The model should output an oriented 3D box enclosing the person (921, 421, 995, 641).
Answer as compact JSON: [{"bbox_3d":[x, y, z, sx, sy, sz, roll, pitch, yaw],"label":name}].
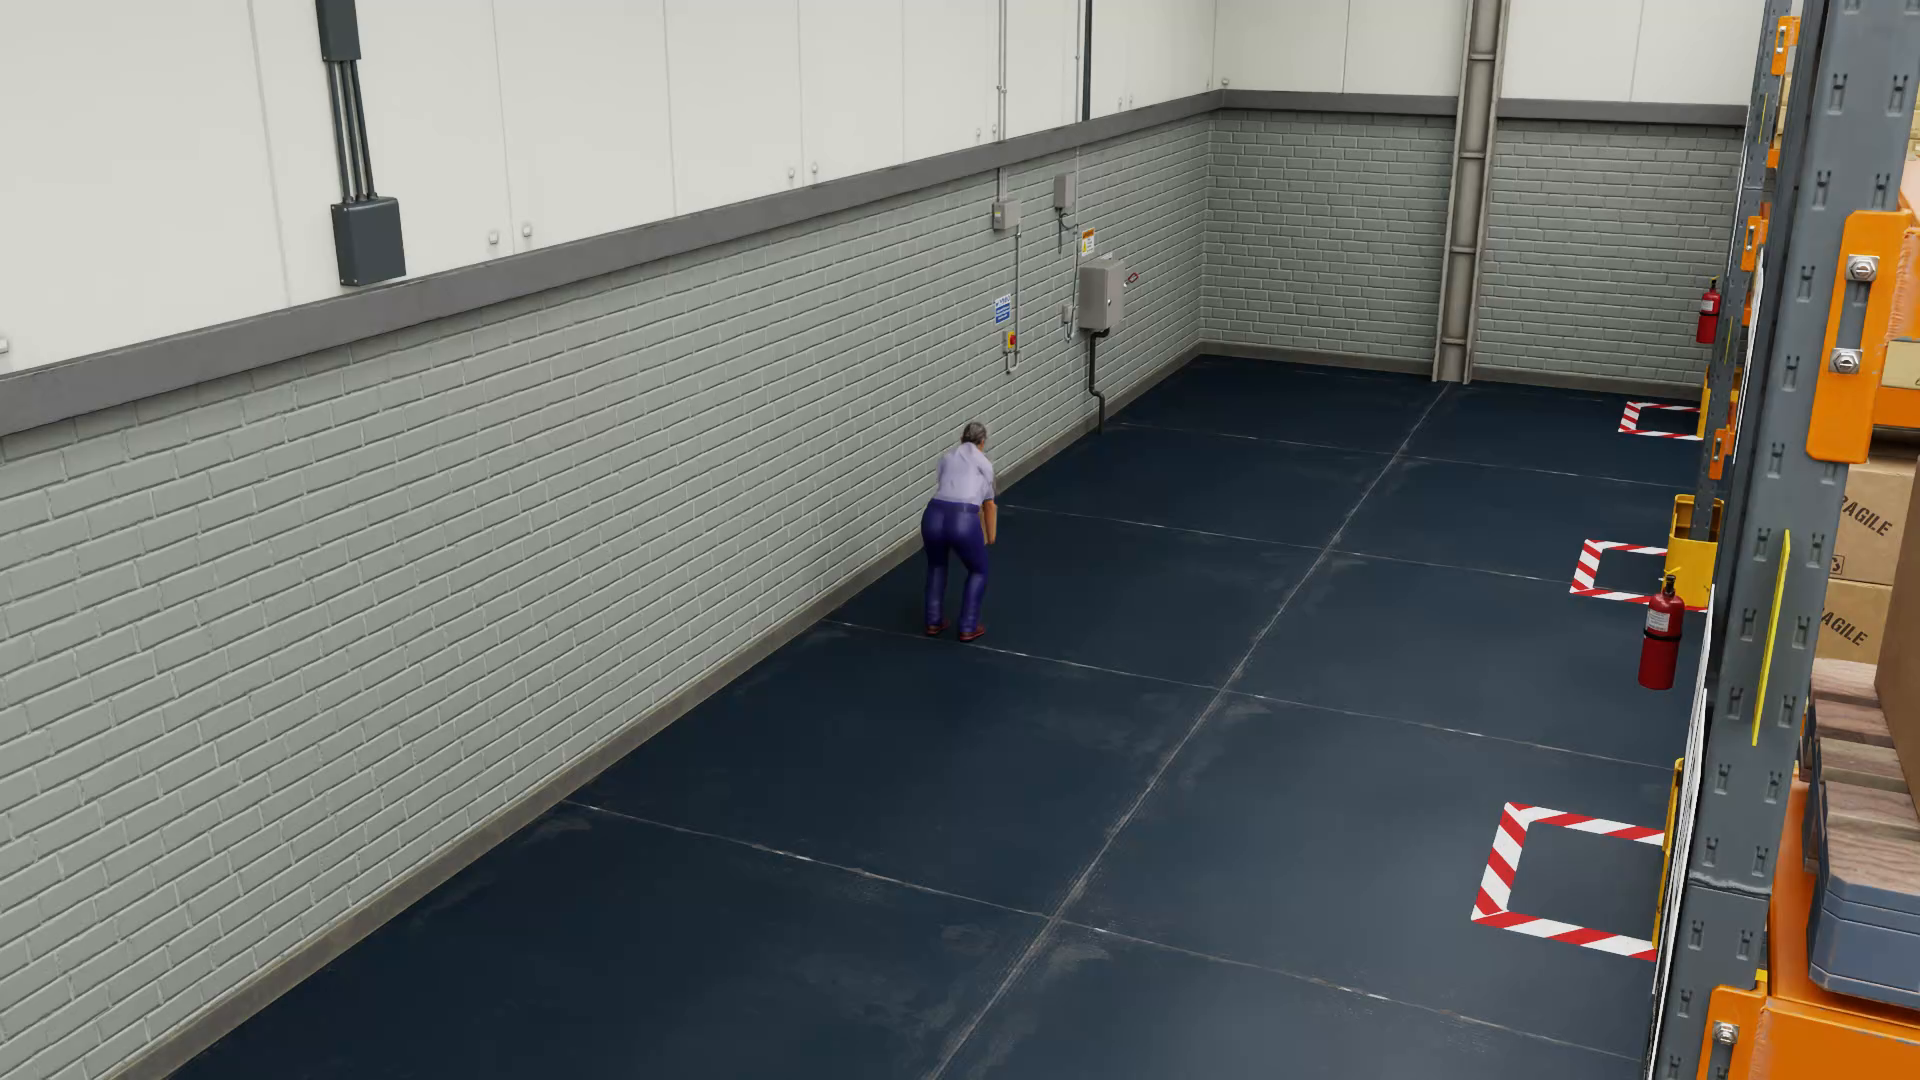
[{"bbox_3d":[0.015,-0.062,11.602,0.453,1.436,0.729,8,21,22],"label":"person"}]
